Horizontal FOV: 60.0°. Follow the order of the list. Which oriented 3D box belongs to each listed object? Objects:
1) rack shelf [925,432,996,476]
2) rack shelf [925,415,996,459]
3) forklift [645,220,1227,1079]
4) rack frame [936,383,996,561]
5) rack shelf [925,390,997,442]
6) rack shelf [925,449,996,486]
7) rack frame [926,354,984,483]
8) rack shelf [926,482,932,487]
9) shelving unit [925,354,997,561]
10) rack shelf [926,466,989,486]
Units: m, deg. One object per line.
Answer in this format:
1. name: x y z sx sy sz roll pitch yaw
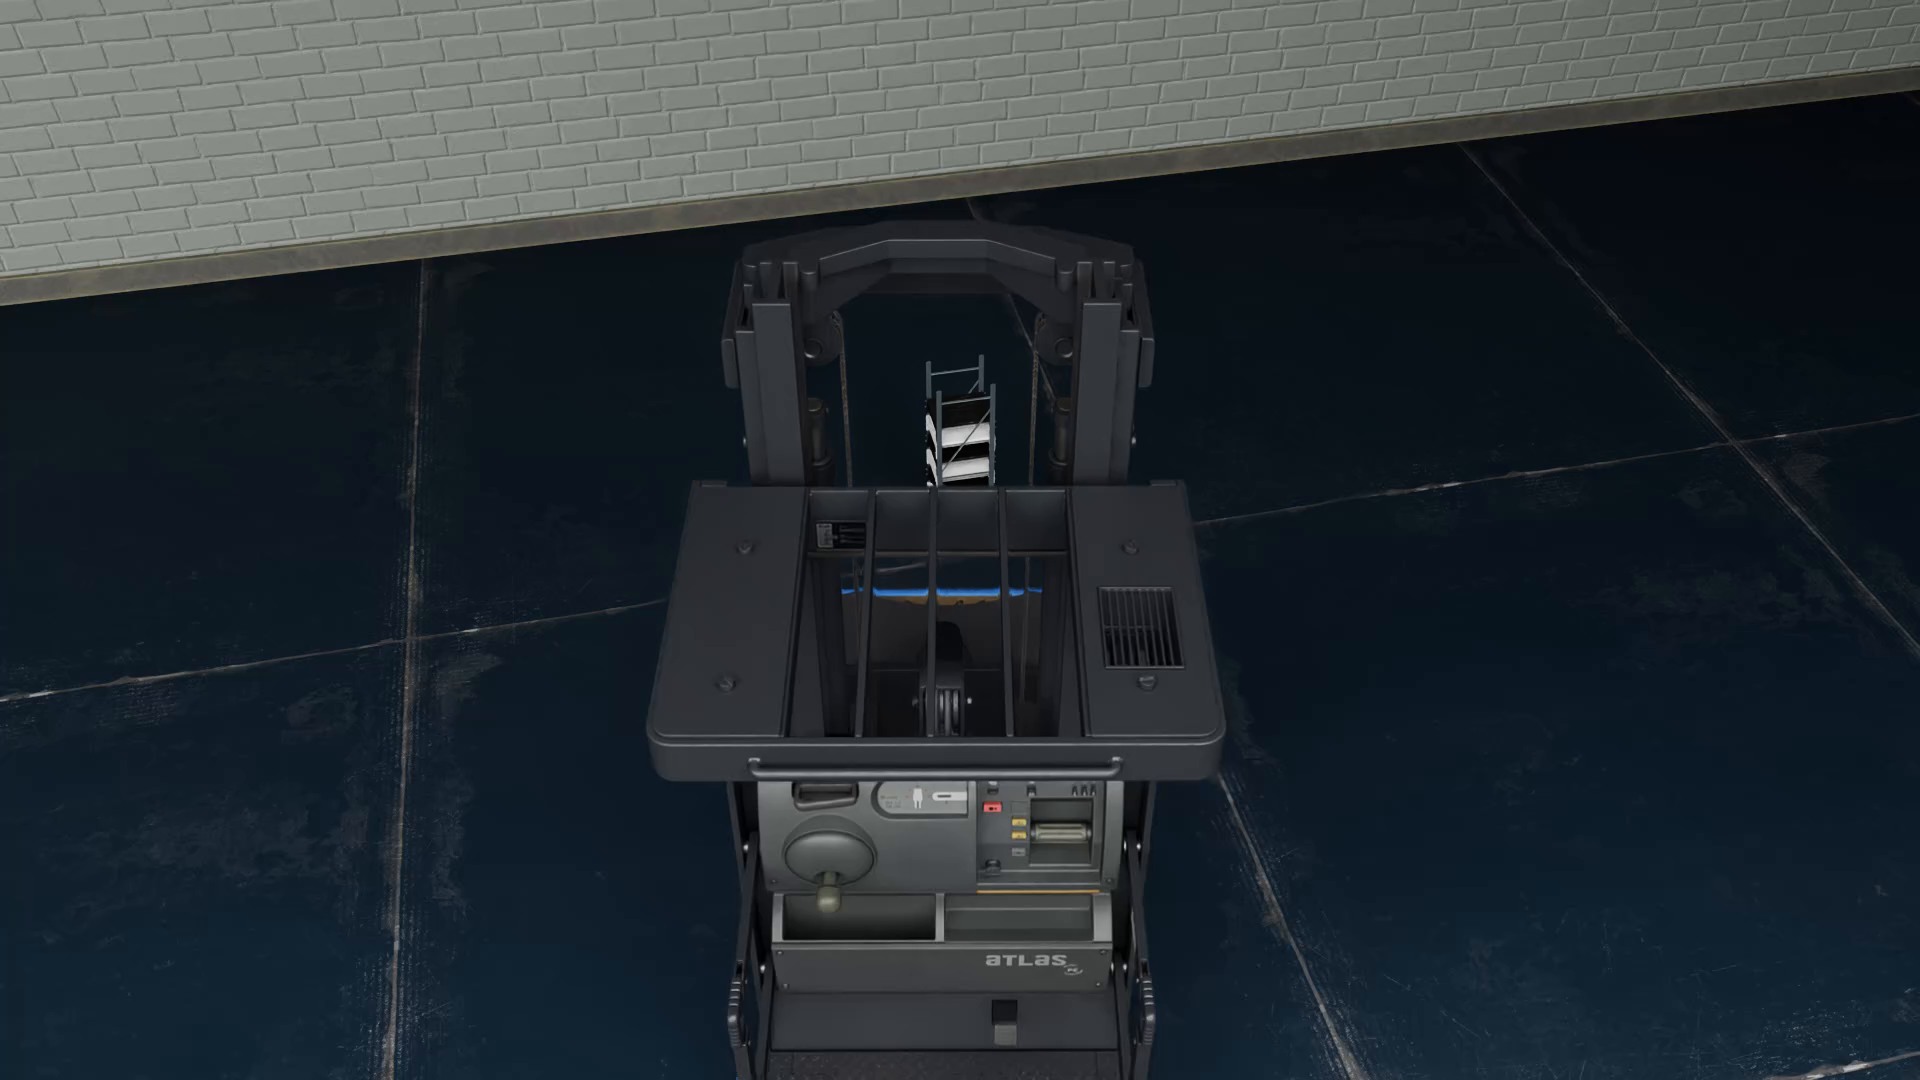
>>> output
1. rack shelf: 0.002 -0.374 6.908 0.258 0.077 0.200 -8 42 -9
2. rack shelf: 0.002 -0.441 6.848 0.258 0.077 0.200 -8 42 -9
3. forklift: -0.046 0.838 4.098 1.130 2.935 3.031 0 42 0
4. rack frame: 0.024 -0.265 6.871 0.240 0.900 0.006 -8 42 -9
5. rack shelf: 0.002 -0.508 6.788 0.258 0.077 0.200 -8 42 -9
6. rack shelf: 0.002 -0.306 6.967 0.258 0.077 0.200 -8 42 -9
7. rack frame: -0.020 -0.397 7.020 0.240 0.900 0.006 -8 42 -9
8. rack shelf: 0.002 -0.172 7.087 0.258 0.077 0.200 -8 42 -9
9. shelving unit: 0.002 -0.331 6.945 0.258 0.900 0.210 -8 42 -9
10. rack shelf: 0.002 -0.239 7.027 0.258 0.077 0.200 -8 42 -9
